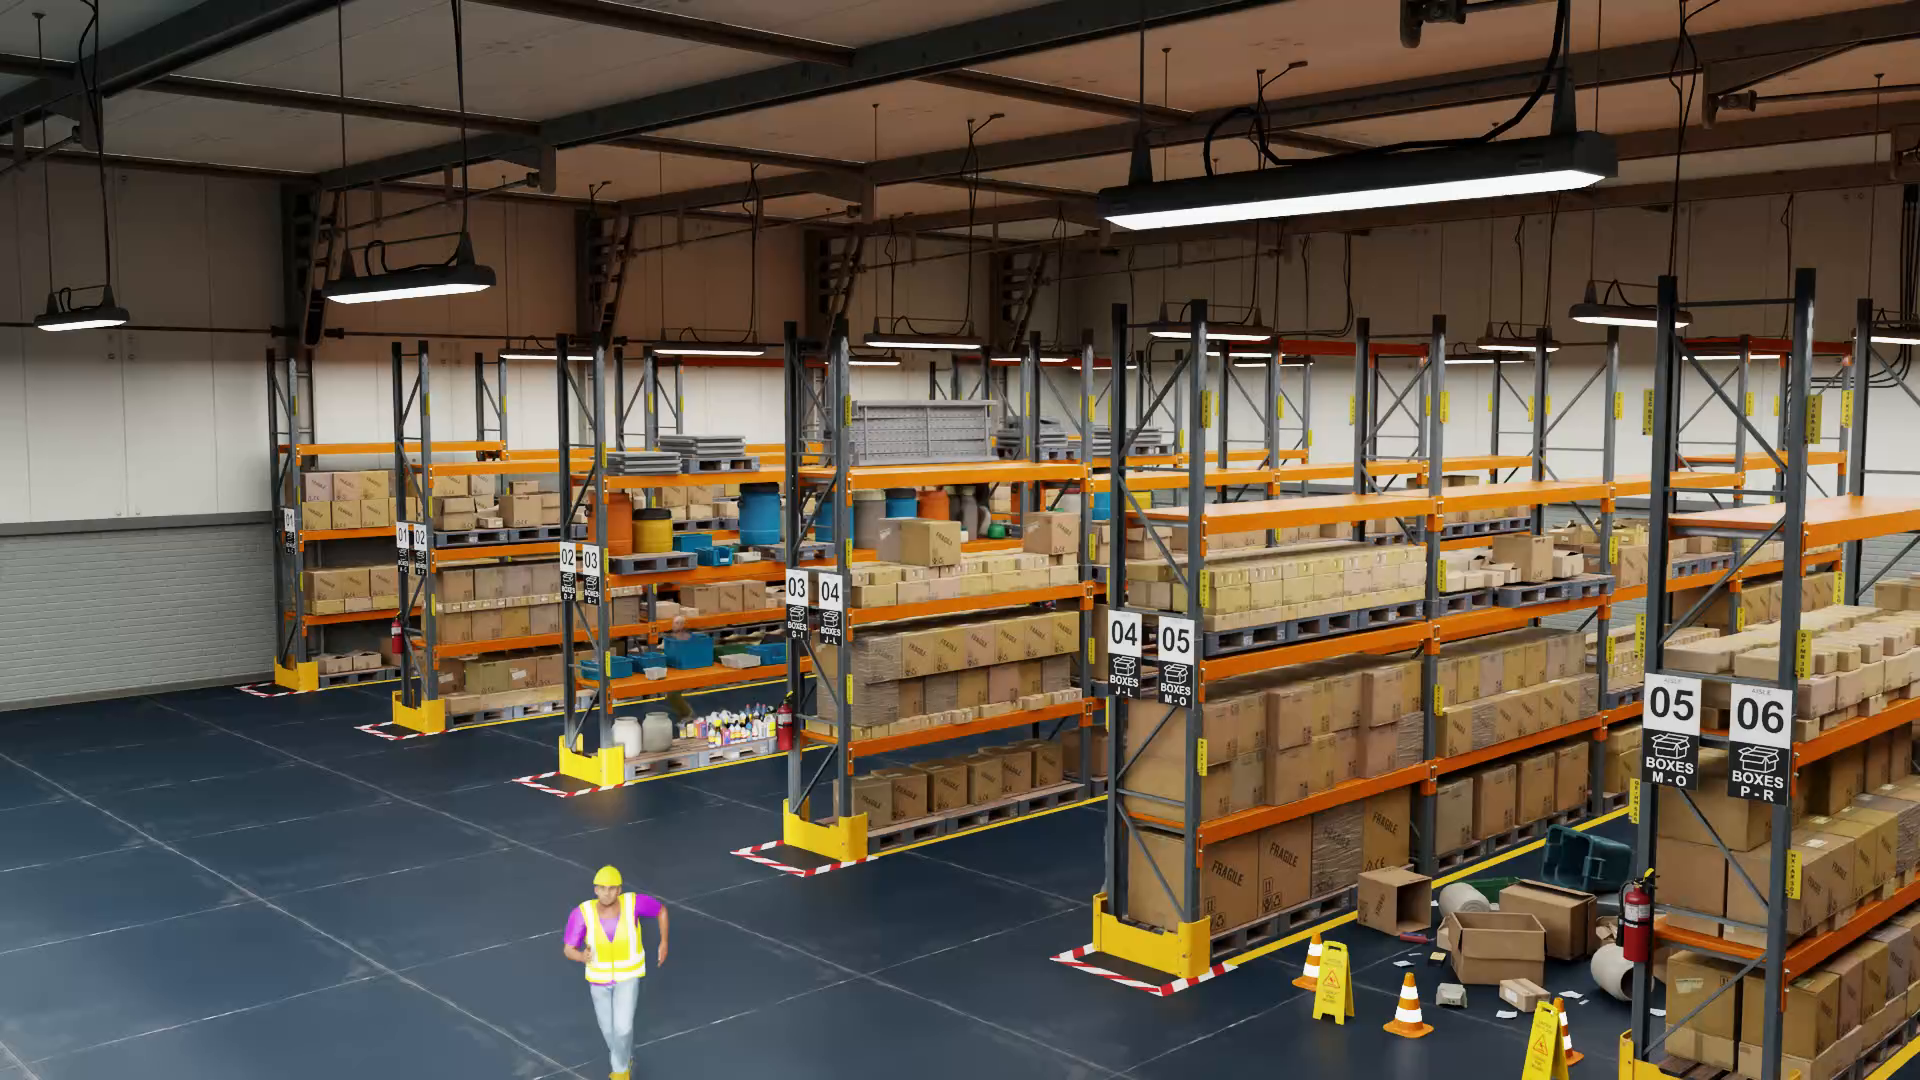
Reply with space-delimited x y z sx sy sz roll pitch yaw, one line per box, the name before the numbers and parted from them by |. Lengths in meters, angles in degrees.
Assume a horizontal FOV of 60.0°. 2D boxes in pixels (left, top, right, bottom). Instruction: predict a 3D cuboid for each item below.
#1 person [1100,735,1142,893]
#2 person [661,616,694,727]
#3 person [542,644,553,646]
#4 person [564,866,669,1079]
person | 1.815 2.834 17.524 0.613 1.693 0.983 4 6 38
person | -4.358 2.061 25.677 0.680 1.766 0.734 4 6 36
person | -7.345 1.717 29.559 0.664 1.852 0.777 4 6 39
person | -2.526 3.229 12.221 0.734 1.743 0.800 0 5 -5
